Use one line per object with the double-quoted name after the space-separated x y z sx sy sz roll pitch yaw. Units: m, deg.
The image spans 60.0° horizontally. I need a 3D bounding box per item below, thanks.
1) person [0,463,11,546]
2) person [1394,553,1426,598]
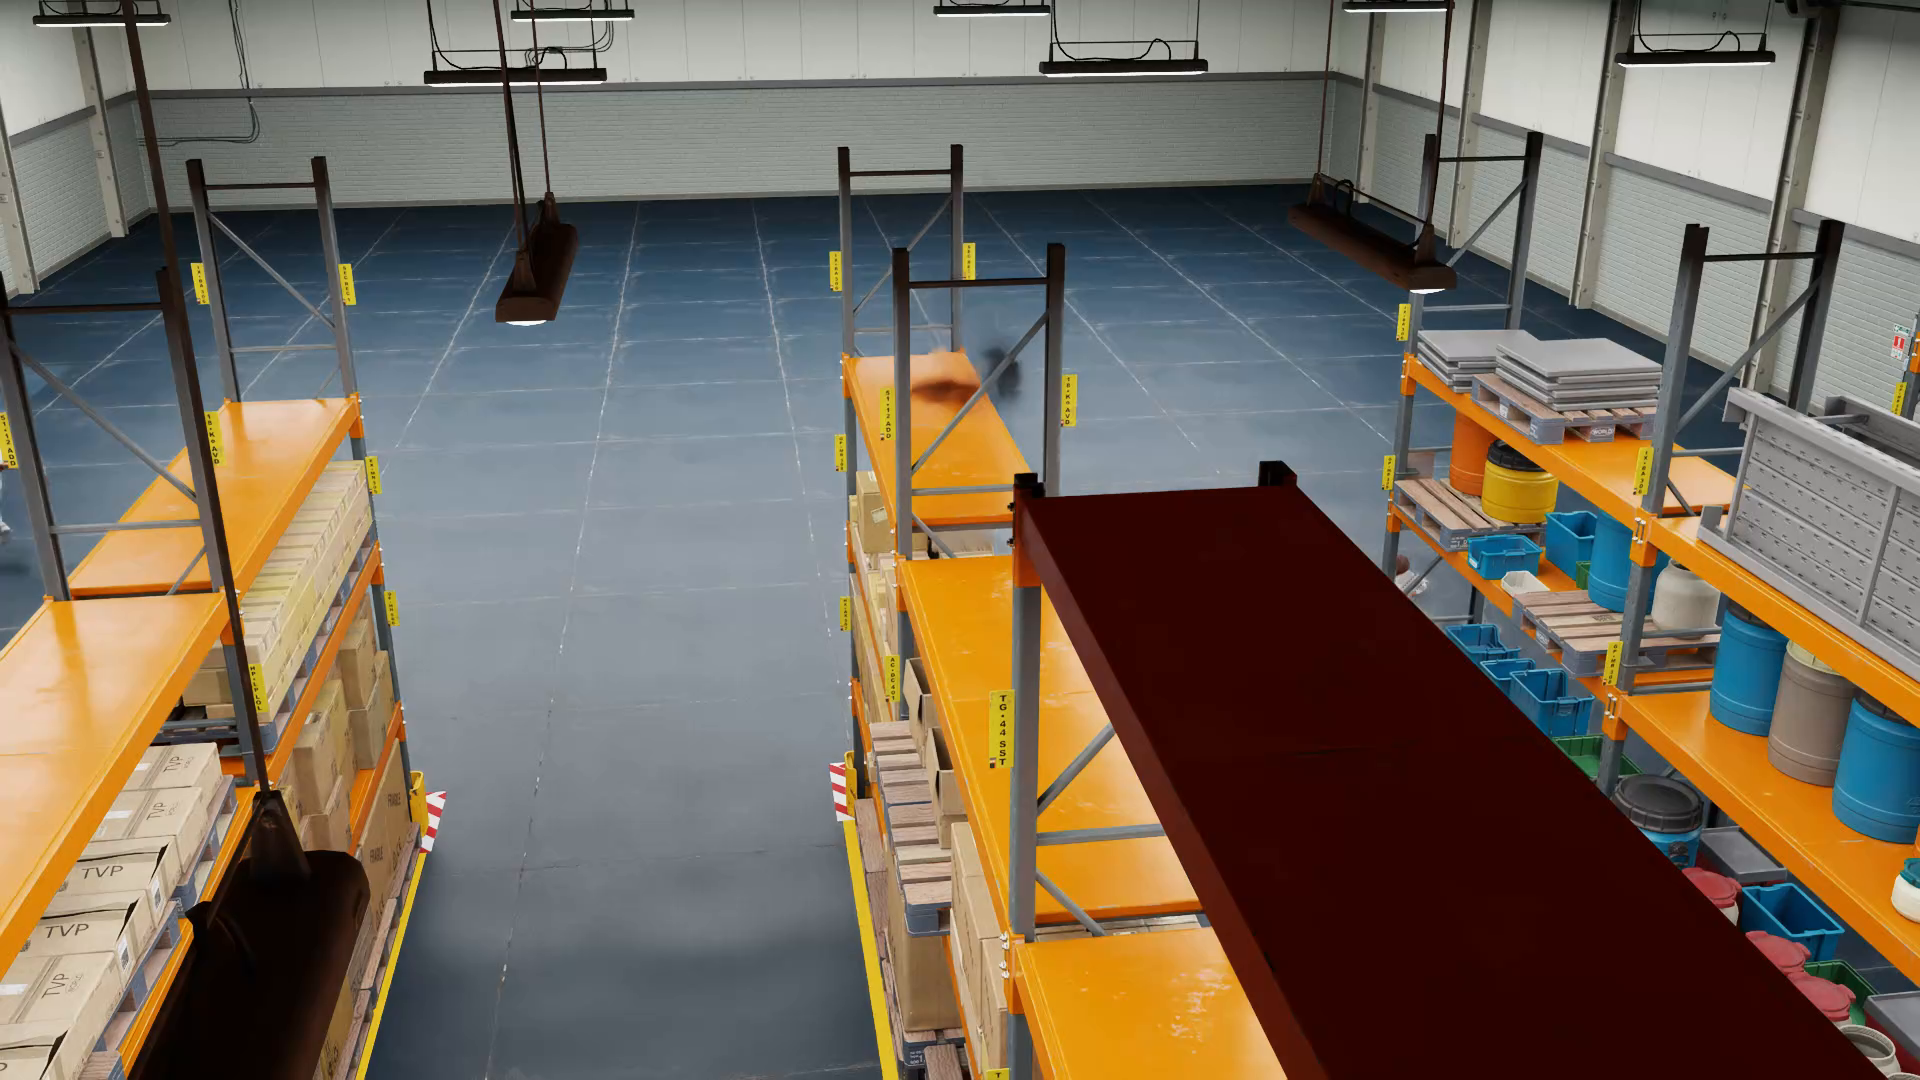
-12.329 -0.602 20.841 0.661 1.726 0.701 13 25 29 "person"
4.571 0.888 17.276 0.824 1.602 0.547 12 25 28 "person"
